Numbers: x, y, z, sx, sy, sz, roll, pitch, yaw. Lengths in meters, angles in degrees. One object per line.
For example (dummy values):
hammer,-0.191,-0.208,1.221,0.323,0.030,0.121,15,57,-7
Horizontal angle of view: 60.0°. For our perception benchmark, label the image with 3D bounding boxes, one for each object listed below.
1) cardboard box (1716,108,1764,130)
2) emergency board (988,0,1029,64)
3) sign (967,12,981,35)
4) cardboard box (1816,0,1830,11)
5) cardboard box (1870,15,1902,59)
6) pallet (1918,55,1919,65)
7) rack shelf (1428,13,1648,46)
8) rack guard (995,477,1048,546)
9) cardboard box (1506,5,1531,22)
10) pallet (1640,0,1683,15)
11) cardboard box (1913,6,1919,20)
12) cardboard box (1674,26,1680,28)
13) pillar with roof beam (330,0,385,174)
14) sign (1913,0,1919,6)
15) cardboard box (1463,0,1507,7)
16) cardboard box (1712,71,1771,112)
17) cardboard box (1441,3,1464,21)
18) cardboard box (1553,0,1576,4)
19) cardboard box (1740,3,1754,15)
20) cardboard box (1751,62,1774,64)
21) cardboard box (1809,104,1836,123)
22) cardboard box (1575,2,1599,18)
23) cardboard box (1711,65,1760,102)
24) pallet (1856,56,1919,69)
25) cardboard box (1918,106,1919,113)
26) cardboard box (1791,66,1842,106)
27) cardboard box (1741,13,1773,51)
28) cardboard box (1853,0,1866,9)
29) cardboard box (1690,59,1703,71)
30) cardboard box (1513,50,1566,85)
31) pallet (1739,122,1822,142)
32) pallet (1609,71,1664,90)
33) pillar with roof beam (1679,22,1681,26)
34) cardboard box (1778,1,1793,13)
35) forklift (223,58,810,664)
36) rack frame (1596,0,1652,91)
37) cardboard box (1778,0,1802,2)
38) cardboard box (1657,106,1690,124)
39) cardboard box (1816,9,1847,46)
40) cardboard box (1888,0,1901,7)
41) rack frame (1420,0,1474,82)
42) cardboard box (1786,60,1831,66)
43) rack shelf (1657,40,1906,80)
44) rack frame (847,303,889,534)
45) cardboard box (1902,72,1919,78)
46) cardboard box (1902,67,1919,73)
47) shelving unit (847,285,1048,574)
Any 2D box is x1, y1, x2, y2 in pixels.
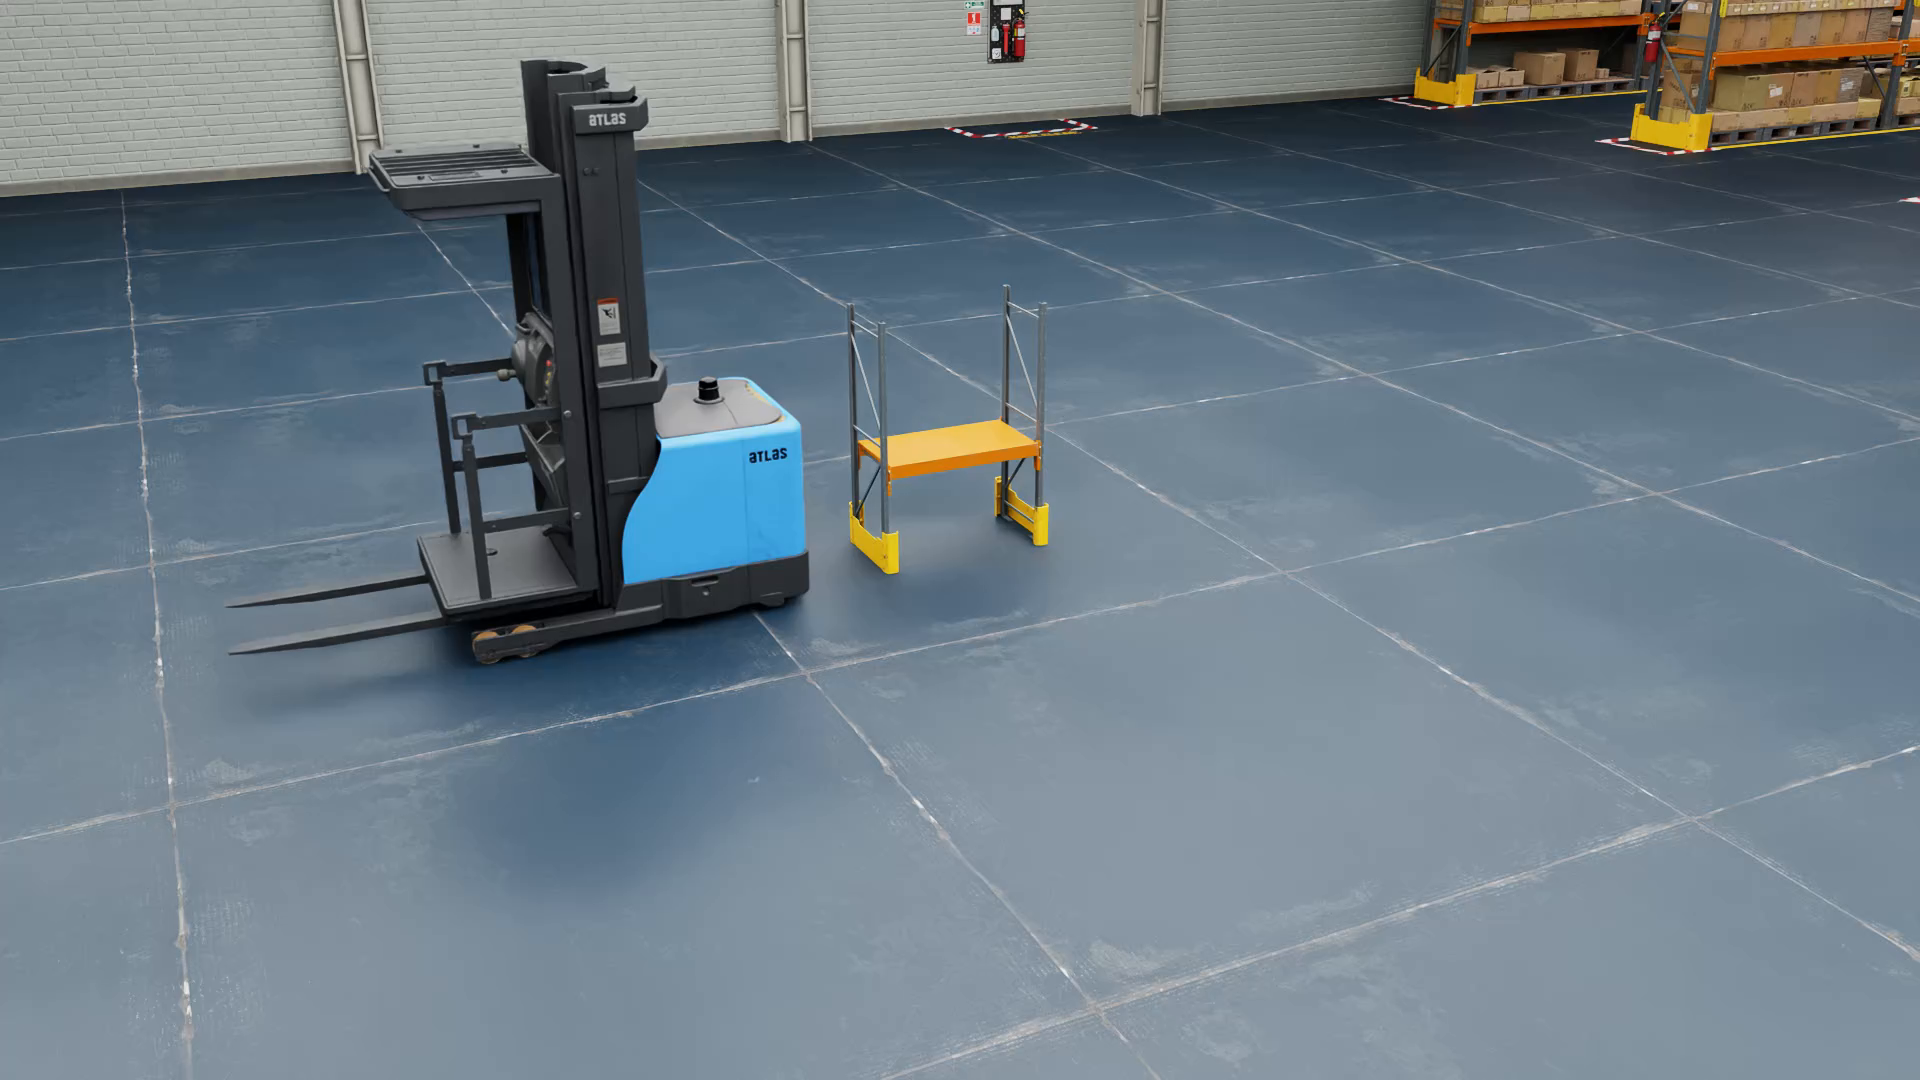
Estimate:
cardboard box,11.329,-6.160,24.256,0.500,0.250,0.500,-10,25,-24
emergency board,0.755,-7.869,25.338,0.643,1.169,0.194,-10,25,-24
sign,0.212,-7.829,25.195,0.234,0.329,0.001,-10,25,-24
cardboard box,12.370,-7.775,24.133,0.250,0.149,0.380,-10,24,-22
cardboard box,17.632,-9.737,32.112,0.750,0.750,0.750,-10,24,-22
pallet,19.680,-9.648,33.282,1.213,0.211,1.003,-10,25,-24
rack shelf,9.951,-8.846,28.639,4.000,0.370,1.077,-10,25,-24
rack guard,0.380,-0.185,10.371,0.087,0.250,0.587,-10,25,-24
cardboard box,9.188,-8.849,27.876,0.500,0.250,0.500,-11,25,-25
pallet,12.505,-9.498,29.525,1.213,0.211,1.003,-10,25,-24
cardboard box,15.078,-8.059,25.666,0.500,0.500,0.500,-9,24,-20
cardboard box,13.271,-9.195,30.253,0.500,0.250,0.500,-11,25,-25
pillar with roof beam,-5.948,-7.563,16.756,0.400,9.000,9.100,-10,25,-24
sign,14.147,-8.049,24.538,0.005,0.325,0.100,-10,25,-24
cardboard box,8.709,-9.109,27.522,0.500,0.500,0.500,-10,25,-24
cardboard box,11.330,-6.506,24.111,0.500,0.500,0.500,-10,25,-24
cardboard box,8.486,-8.931,28.074,0.500,0.250,0.500,-10,25,-23
cardboard box,10.087,-9.361,28.131,0.500,0.500,0.500,-10,24,-22
cardboard box,10.984,-7.522,23.520,0.250,0.149,0.380,-11,25,-25
cardboard box,14.731,-9.085,30.968,0.500,0.500,0.700,-10,25,-23
cardboard box,12.683,-6.407,24.853,0.500,0.250,0.500,-10,25,-24
cardboard box,10.559,-9.099,28.478,0.500,0.250,0.500,-11,25,-24
cardboard box,11.549,-6.773,24.755,0.500,0.500,0.500,-10,25,-24
pallet,18.299,-9.395,32.670,1.213,0.211,1.003,-10,25,-24
cardboard box,14.837,-6.793,25.785,0.500,0.250,0.500,-10,24,-22
cardboard box,12.677,-6.758,24.720,0.500,0.500,0.500,-10,25,-24
cardboard box,11.198,-7.348,23.949,0.500,0.500,0.700,-10,24,-22
cardboard box,13.058,-7.902,24.439,0.250,0.149,0.380,-10,25,-24
cardboard box,13.330,-8.860,30.425,0.500,0.500,0.700,-10,25,-23
cardboard box,10.008,-8.178,28.777,0.500,0.500,0.700,-12,25,-27
pallet,12.069,-6.194,24.937,1.213,0.211,1.003,-10,25,-24
pallet,12.454,-8.351,30.149,1.213,0.211,1.003,-10,25,-24
pillar with roof beam,15.678,-11.544,26.373,0.400,9.000,9.100,-10,25,-24
cardboard box,11.677,-7.649,23.827,0.250,0.149,0.380,-11,25,-25
forklift,-2.411,-0.937,8.680,3.031,2.935,1.130,-10,24,-22
rack frame,11.753,-9.510,29.303,0.127,3.000,1.000,-10,25,-24
cardboard box,11.700,-8.041,23.926,0.500,0.500,0.700,-10,25,-23
cardboard box,10.656,-6.254,24.484,0.500,0.250,0.500,-10,25,-24
cardboard box,12.581,-7.602,24.563,0.500,0.500,0.700,-10,25,-23
cardboard box,13.753,-8.031,24.750,0.250,0.149,0.380,-10,25,-24
rack frame,8.149,-8.847,27.700,0.127,3.000,1.000,-10,25,-24
cardboard box,12.904,-7.019,25.350,0.500,0.500,0.500,-10,25,-24
rack shelf,12.103,-7.139,24.516,4.000,0.370,1.077,-10,25,-24
rack frame,-0.535,-0.595,9.725,0.032,1.500,0.500,-10,25,-24
cardboard box,14.838,-7.050,25.673,0.500,0.311,0.500,-11,25,-24
cardboard box,15.062,-7.323,26.331,0.500,0.311,0.500,-11,25,-24
shelving unit,-0.069,-0.680,9.933,1.083,1.500,0.587,-10,25,-24
